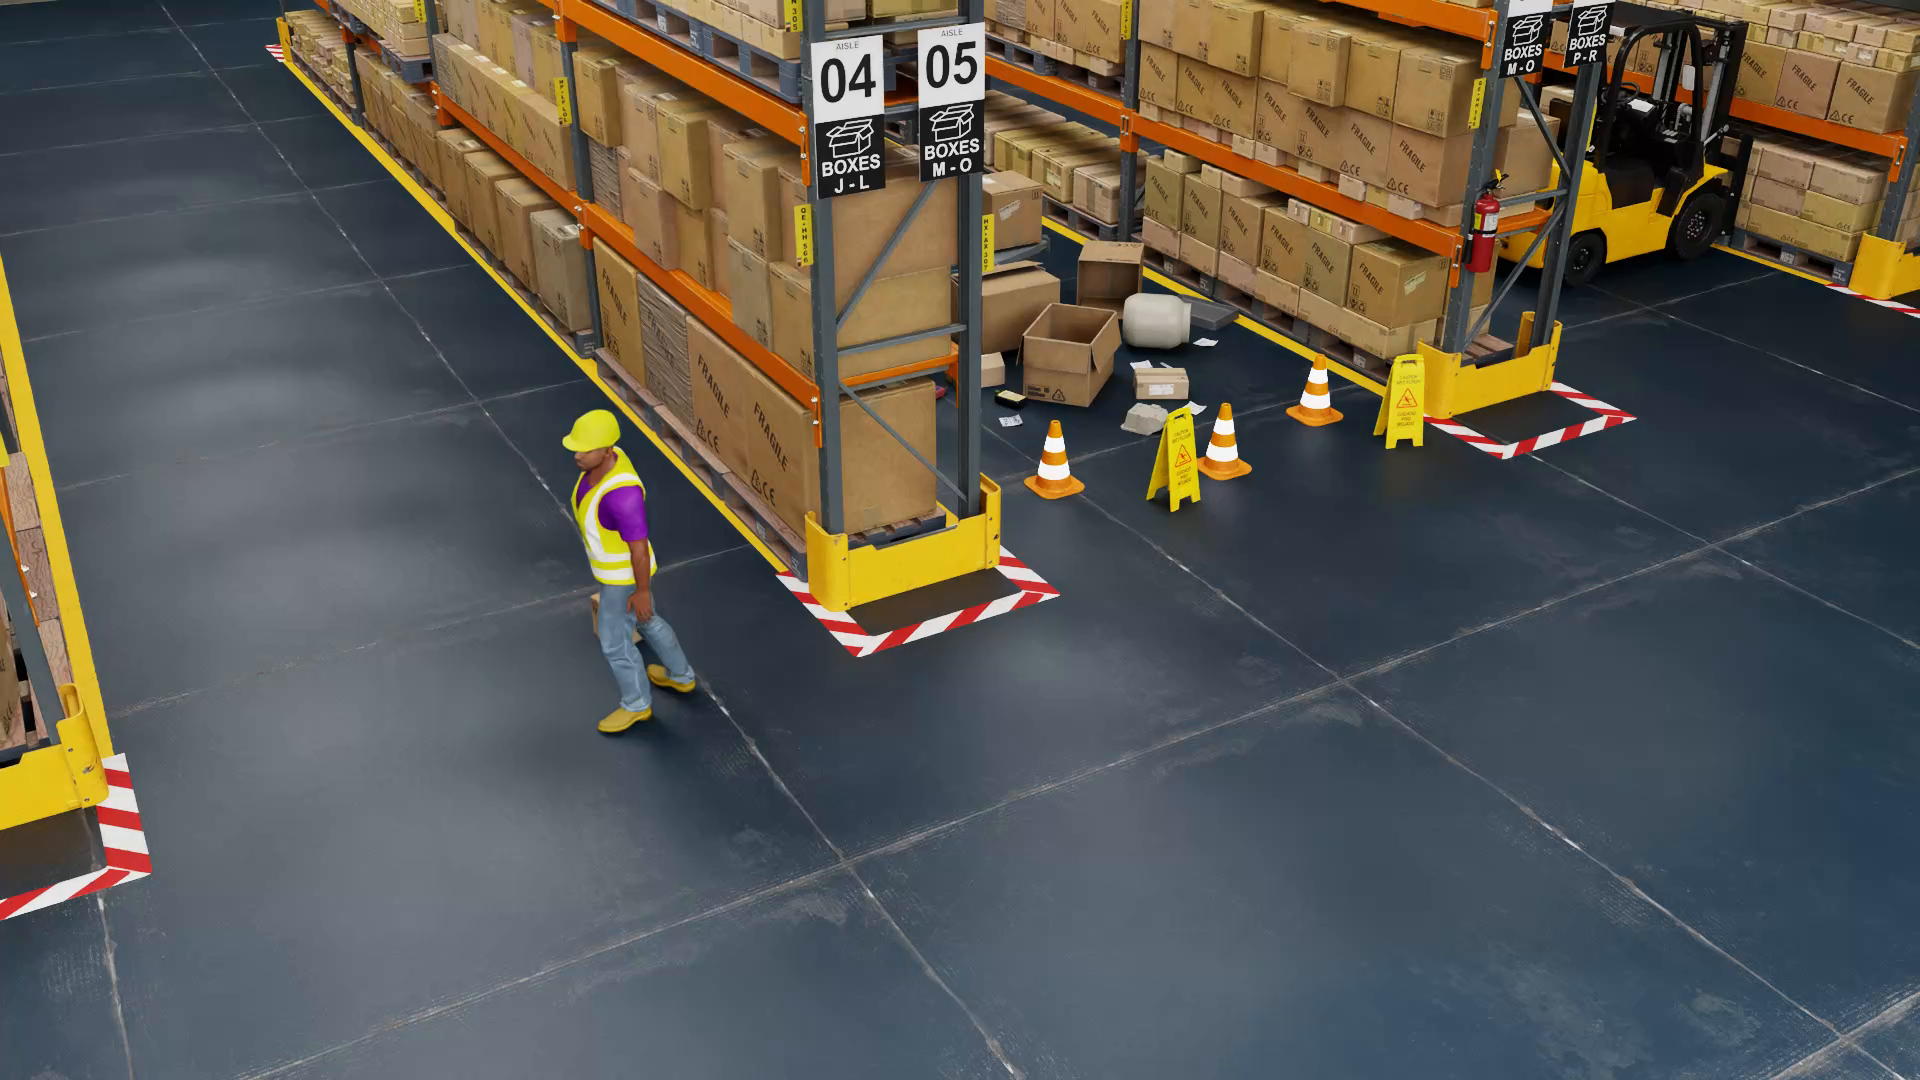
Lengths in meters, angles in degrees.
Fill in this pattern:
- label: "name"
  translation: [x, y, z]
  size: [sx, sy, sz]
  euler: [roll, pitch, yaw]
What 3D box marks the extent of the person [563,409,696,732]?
- label: "person"
  translation: [-1.642, 0.127, 8.315]
  size: [0.560, 1.757, 0.602]
  euler: [-11, 31, -19]
